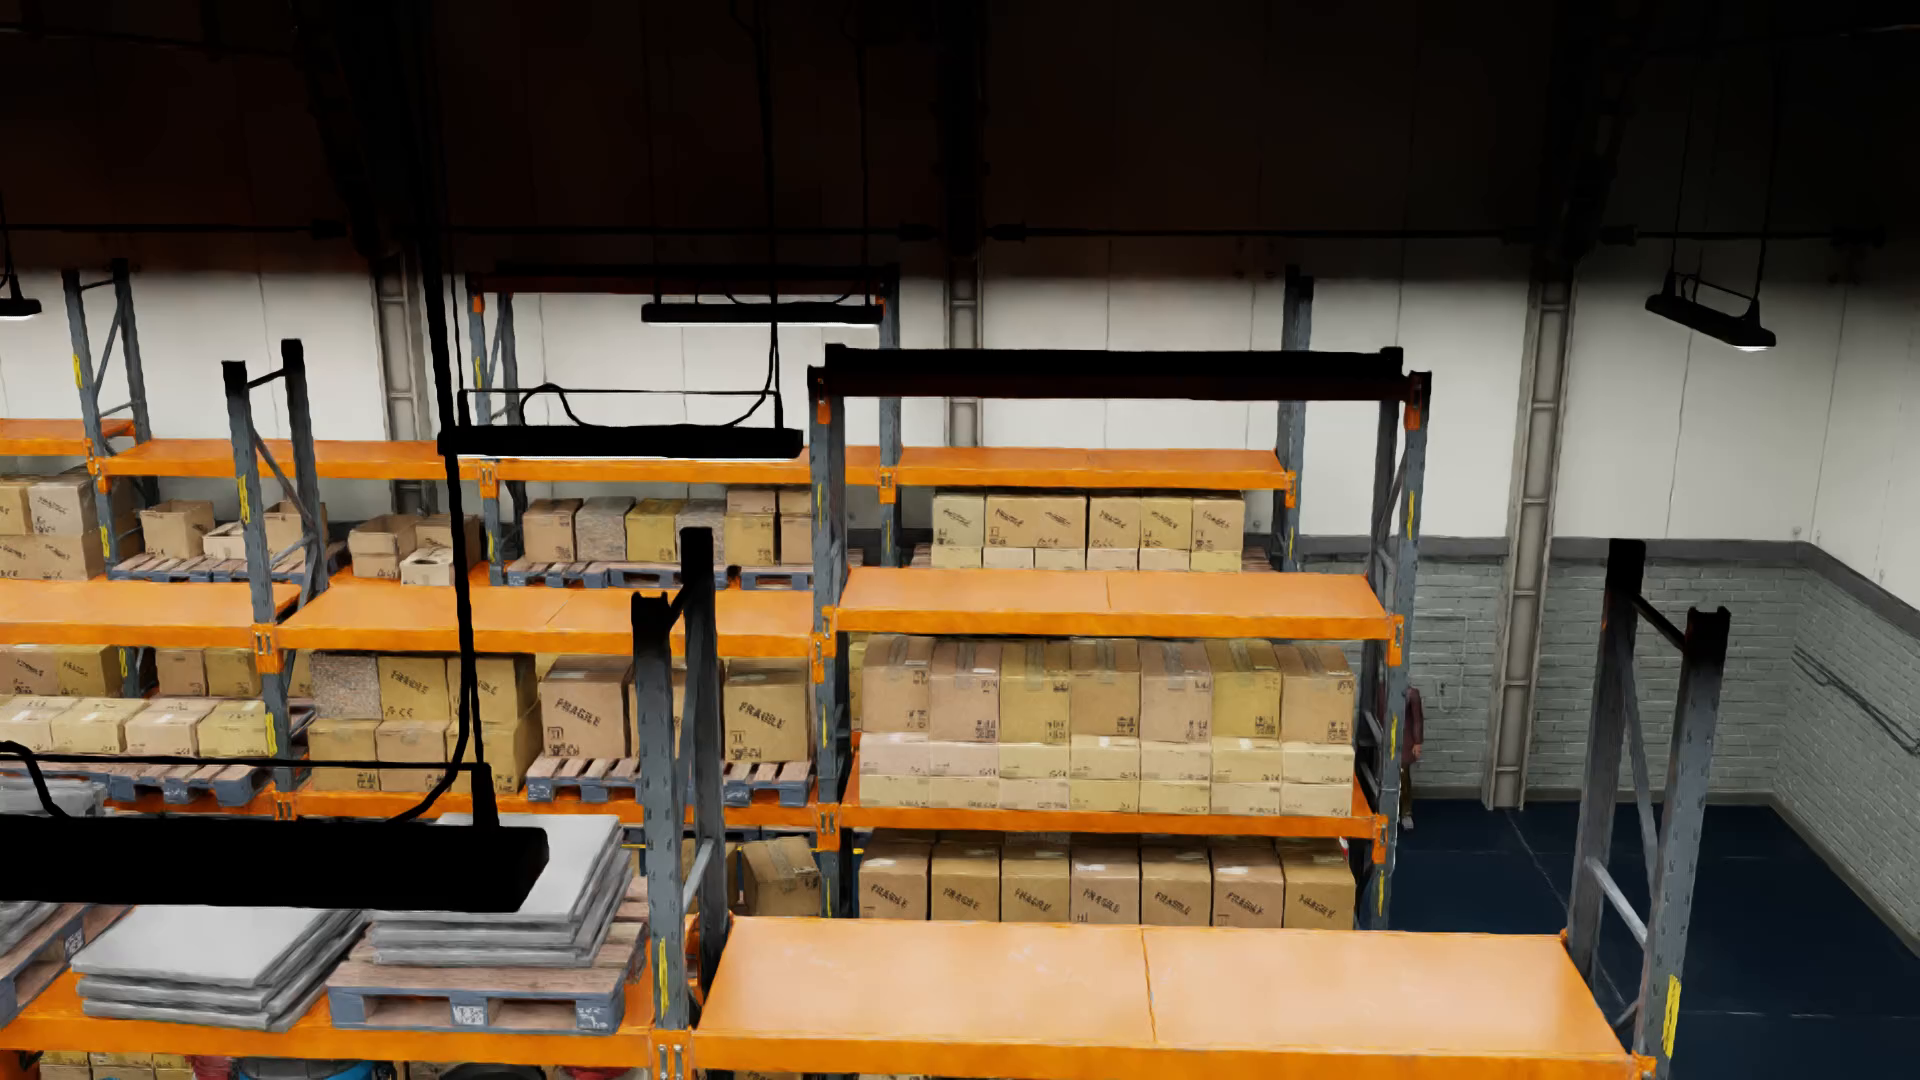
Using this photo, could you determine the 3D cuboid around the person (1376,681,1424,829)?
[{"bbox_3d":[4.702,2.160,17.944,0.776,1.773,0.578,14,21,39],"label":"person"}]
